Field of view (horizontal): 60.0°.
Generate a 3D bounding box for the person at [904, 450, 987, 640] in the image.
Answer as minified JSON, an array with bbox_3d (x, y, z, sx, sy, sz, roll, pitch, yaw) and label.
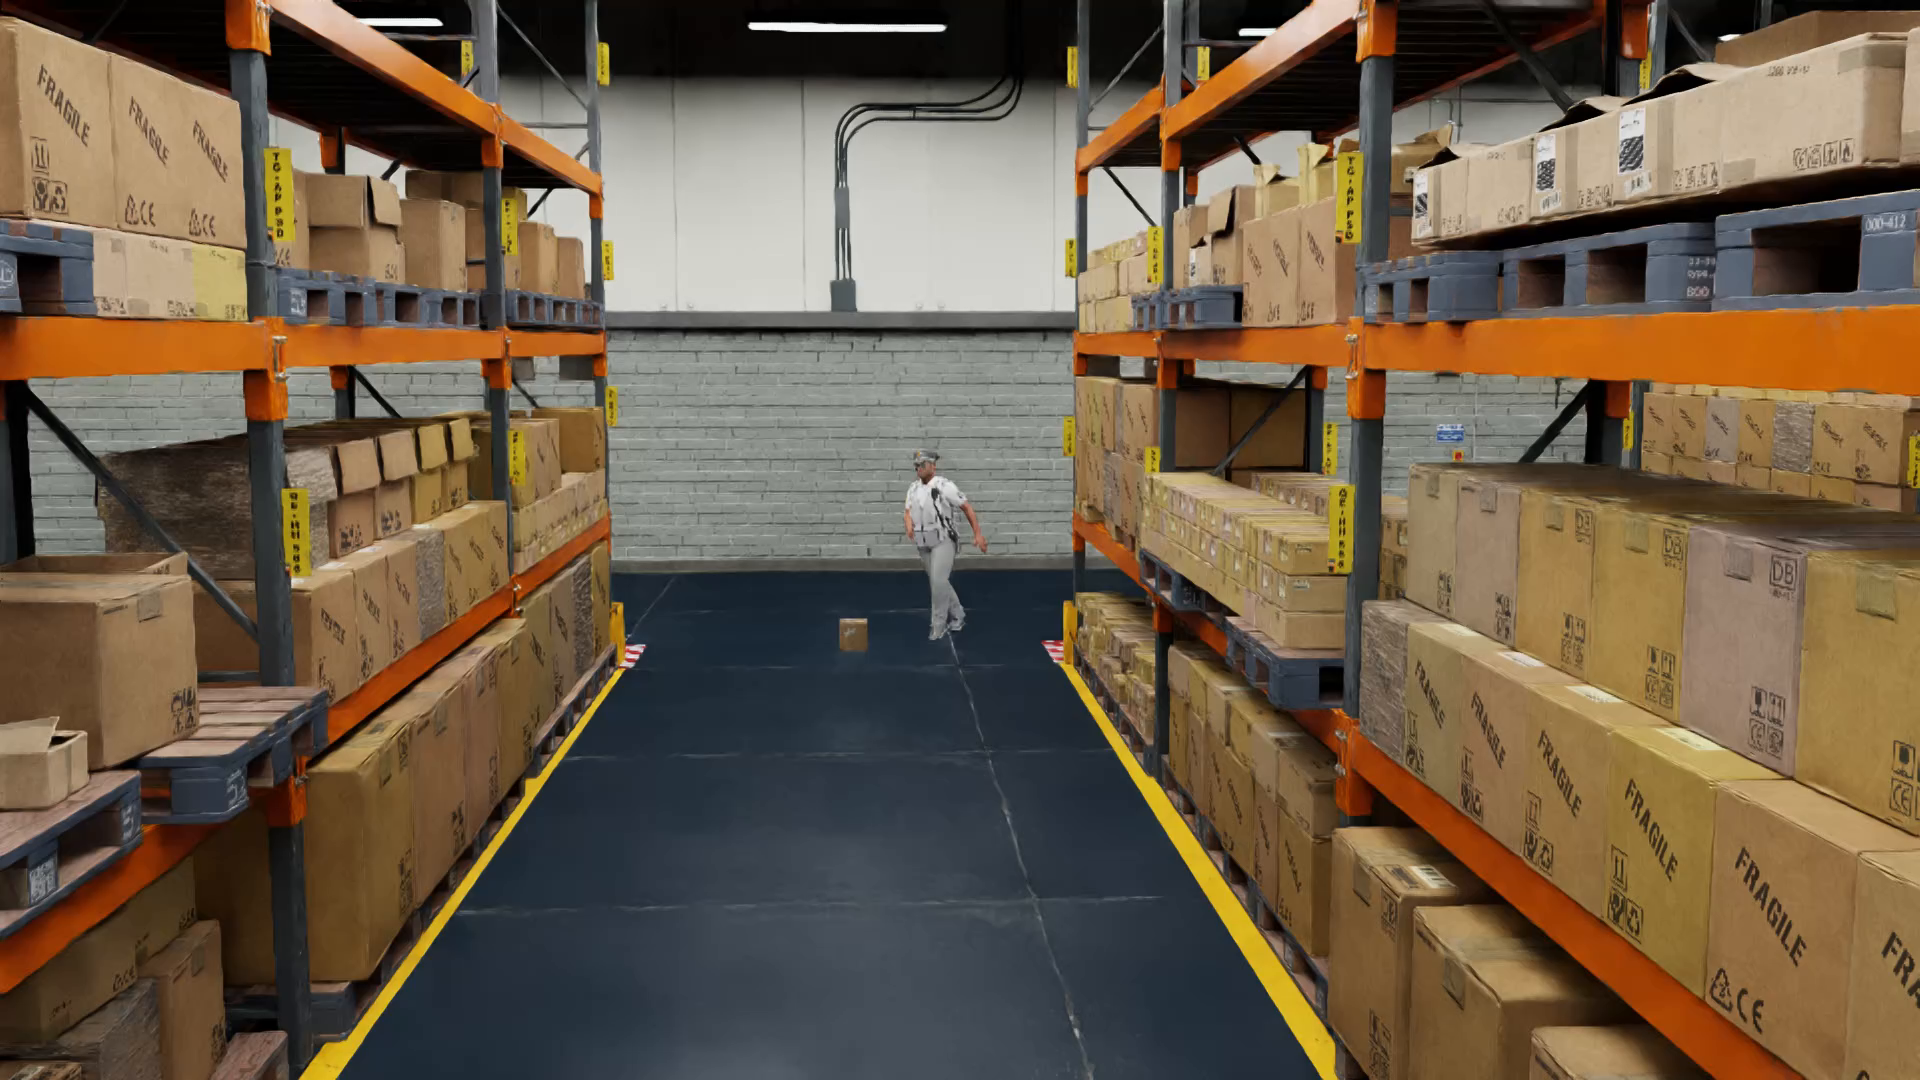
[{"bbox_3d":[-0.206,0.050,15.638,0.733,1.793,0.784,5,8,36],"label":"person"}]
